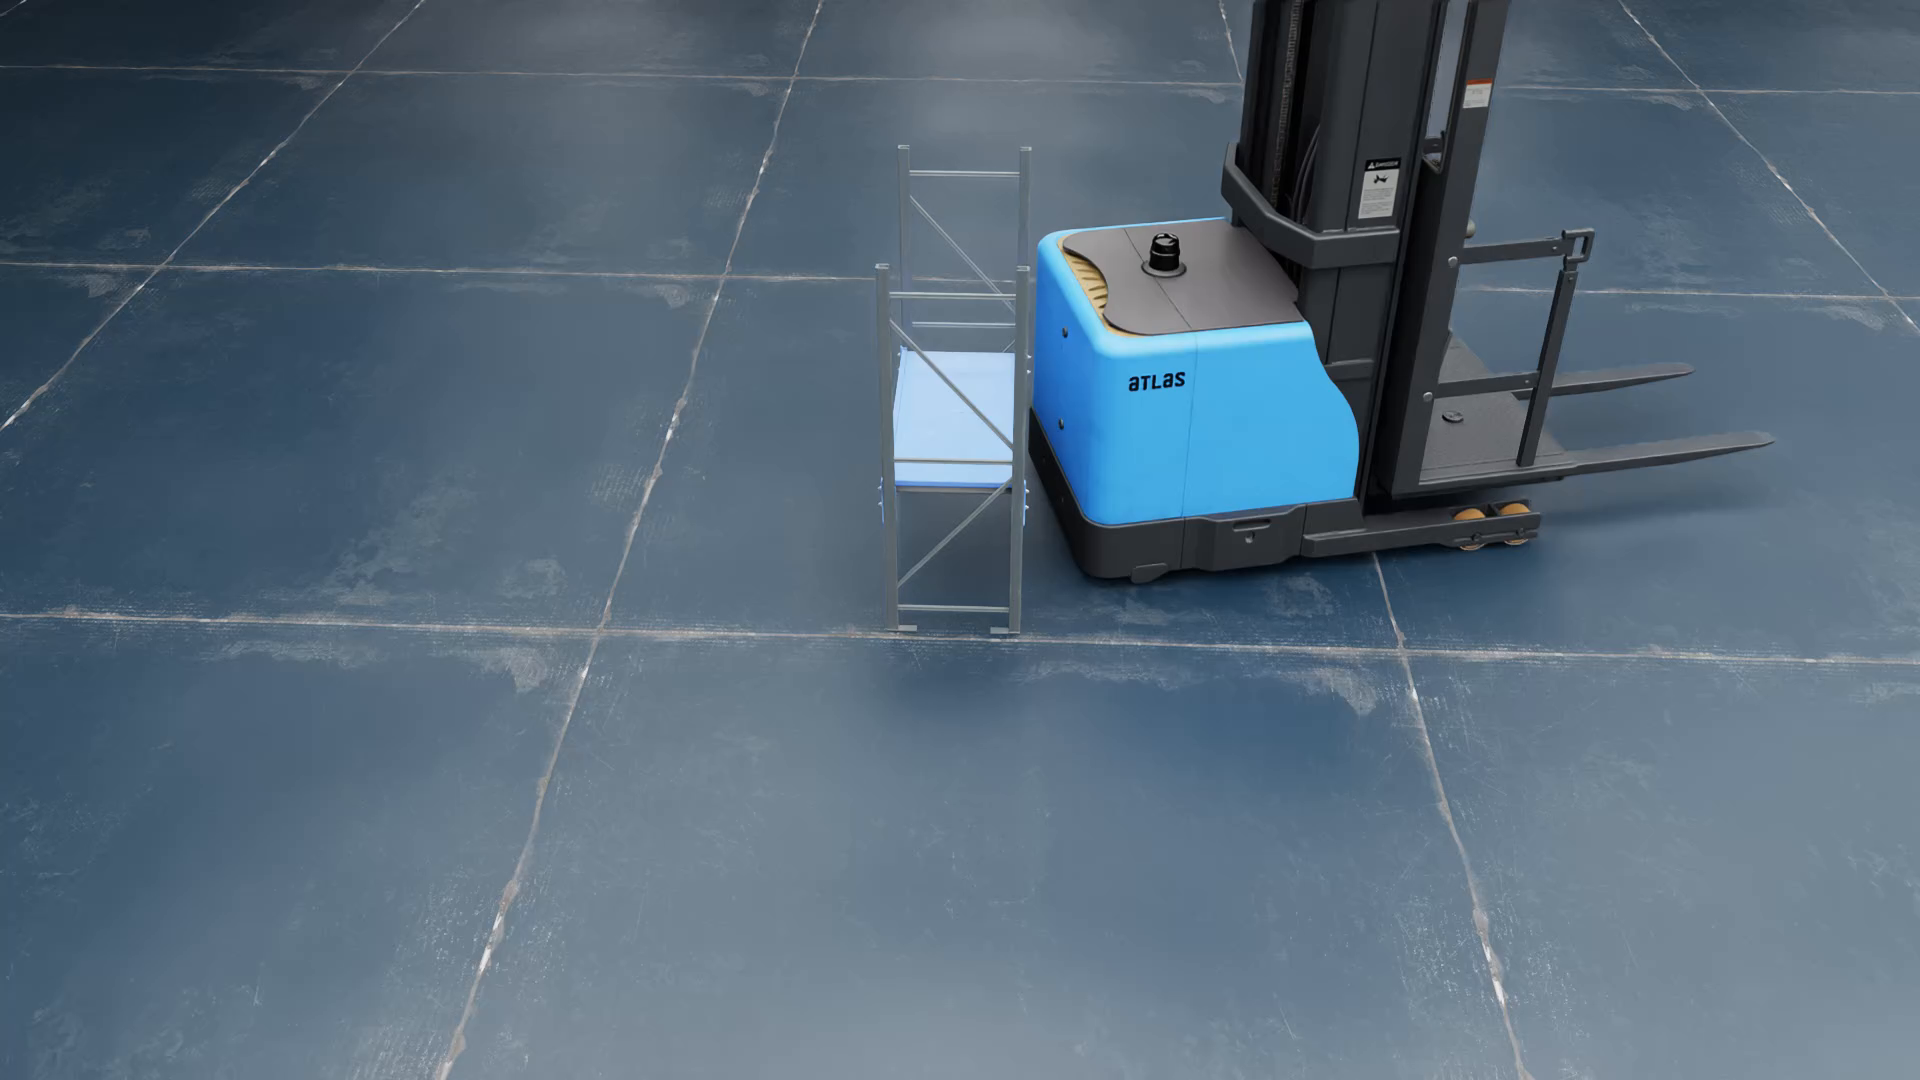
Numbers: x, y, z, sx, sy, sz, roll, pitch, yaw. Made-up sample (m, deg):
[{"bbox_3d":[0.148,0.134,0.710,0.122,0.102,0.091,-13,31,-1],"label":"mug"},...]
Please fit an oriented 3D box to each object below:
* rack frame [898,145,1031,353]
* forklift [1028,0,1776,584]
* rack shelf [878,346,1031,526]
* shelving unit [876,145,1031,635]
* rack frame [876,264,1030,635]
[{"bbox_3d":[0.017,-0.857,6.665,0.500,1.500,0.032,1,35,2],"label":"rack frame"},{"bbox_3d":[1.864,-1.449,6.262,3.031,2.935,1.130,-7,36,-9],"label":"forklift"},{"bbox_3d":[-0.003,-0.417,6.352,0.538,0.185,1.000,1,35,2],"label":"rack shelf"},{"bbox_3d":[-0.003,-0.565,6.249,0.538,1.500,1.048,1,35,2],"label":"shelving unit"},{"bbox_3d":[-0.024,-0.273,5.833,0.500,1.500,0.032,1,35,2],"label":"rack frame"}]
